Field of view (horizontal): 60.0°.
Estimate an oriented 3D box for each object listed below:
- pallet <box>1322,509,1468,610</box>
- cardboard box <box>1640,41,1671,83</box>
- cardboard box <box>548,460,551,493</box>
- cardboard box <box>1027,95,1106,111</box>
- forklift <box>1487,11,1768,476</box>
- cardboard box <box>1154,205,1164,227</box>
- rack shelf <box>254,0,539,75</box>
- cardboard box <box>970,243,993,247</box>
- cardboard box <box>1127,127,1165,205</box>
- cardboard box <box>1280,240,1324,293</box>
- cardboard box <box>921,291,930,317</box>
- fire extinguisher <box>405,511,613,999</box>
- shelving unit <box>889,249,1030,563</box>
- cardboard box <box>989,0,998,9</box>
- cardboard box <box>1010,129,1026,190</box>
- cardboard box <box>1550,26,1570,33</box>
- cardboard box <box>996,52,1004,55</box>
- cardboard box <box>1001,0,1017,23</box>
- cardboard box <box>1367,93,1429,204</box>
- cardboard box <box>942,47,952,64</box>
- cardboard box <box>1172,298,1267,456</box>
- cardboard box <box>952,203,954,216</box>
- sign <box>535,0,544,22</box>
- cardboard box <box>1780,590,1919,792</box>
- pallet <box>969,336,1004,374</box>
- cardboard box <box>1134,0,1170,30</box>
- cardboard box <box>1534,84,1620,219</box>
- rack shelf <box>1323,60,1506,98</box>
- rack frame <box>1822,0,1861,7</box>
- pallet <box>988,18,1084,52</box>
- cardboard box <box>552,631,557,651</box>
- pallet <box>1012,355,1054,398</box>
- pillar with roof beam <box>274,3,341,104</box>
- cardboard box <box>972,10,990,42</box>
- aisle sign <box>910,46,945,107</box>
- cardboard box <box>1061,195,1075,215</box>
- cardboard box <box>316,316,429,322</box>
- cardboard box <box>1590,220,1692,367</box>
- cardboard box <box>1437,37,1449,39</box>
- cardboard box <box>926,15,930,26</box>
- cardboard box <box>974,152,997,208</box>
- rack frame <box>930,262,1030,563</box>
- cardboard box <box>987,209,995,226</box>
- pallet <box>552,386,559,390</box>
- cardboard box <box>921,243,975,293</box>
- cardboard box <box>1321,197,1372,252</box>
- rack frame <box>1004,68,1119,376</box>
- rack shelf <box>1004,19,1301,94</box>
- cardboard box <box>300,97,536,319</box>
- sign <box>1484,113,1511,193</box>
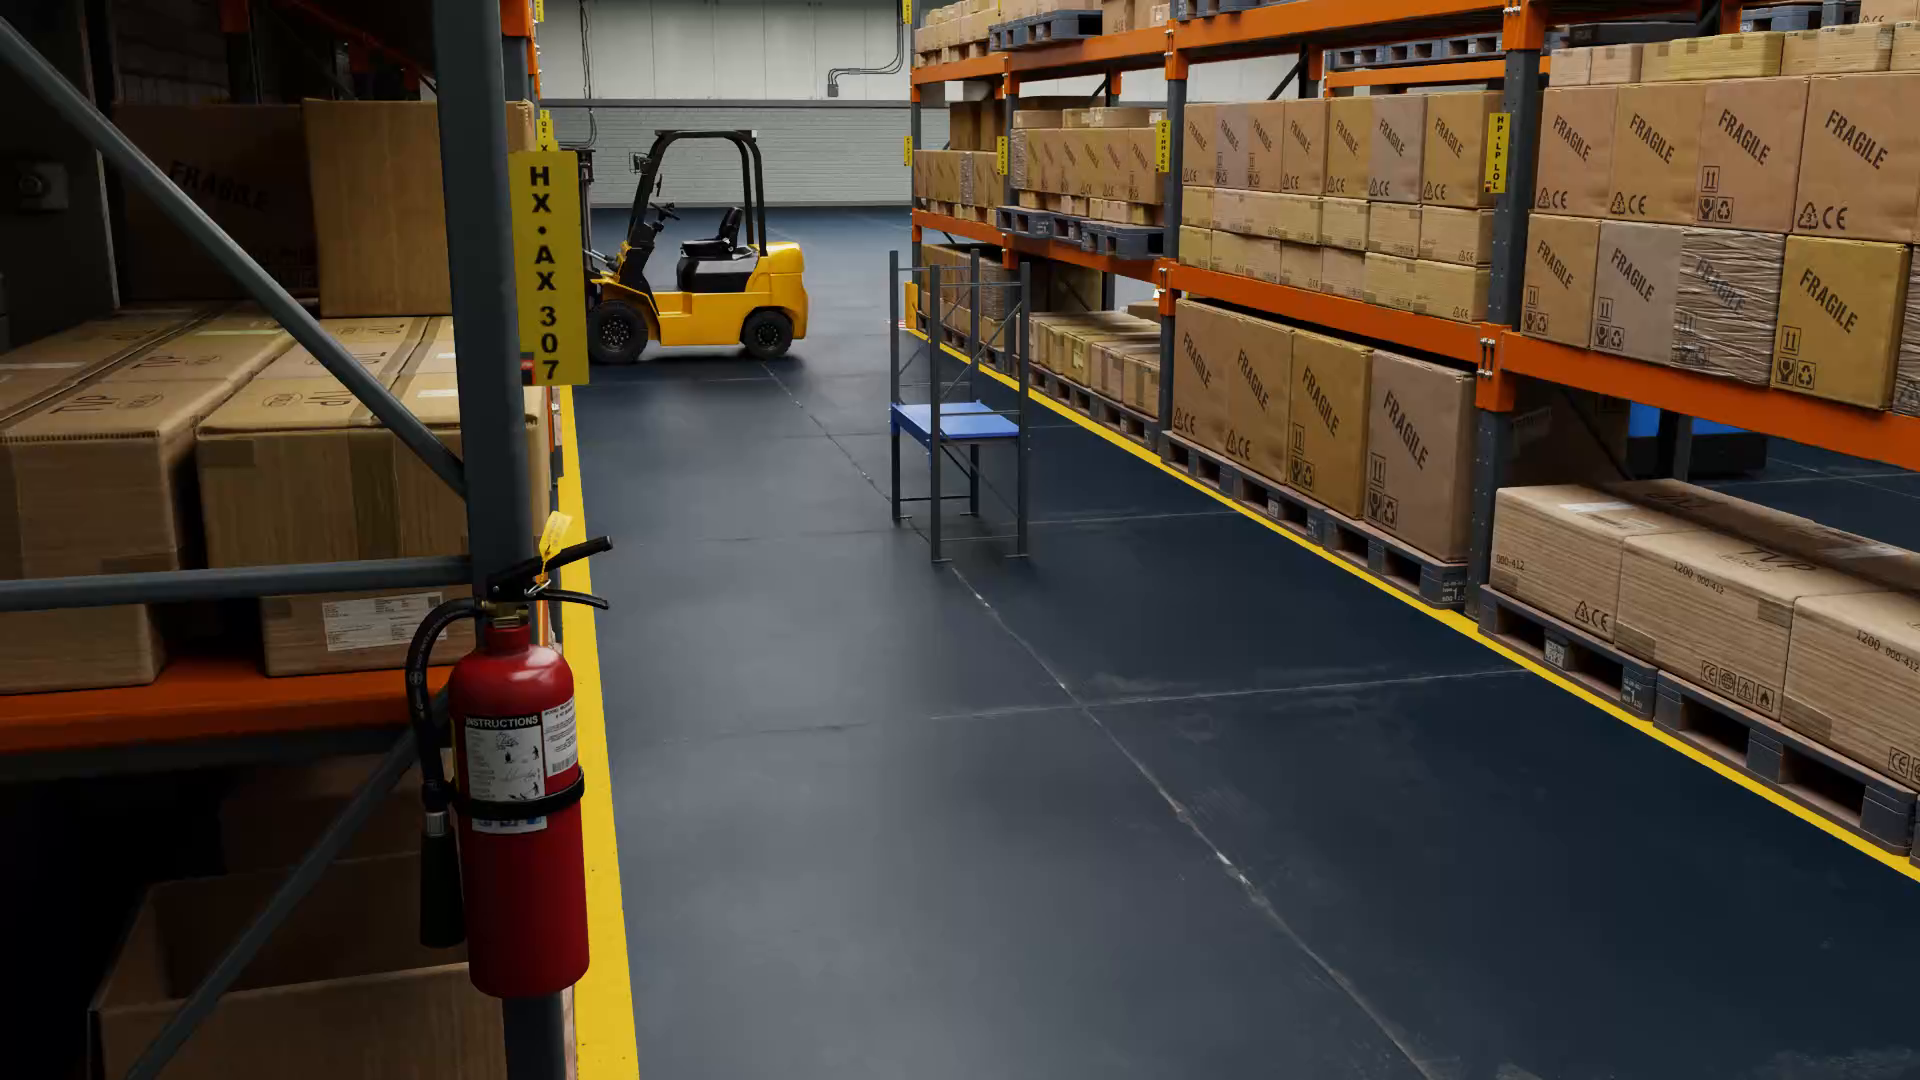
[{"bbox_3d":[2.524,0.053,8.265,1.003,0.211,1.213,-3,14,-13],"label":"pallet"},{"bbox_3d":[2.777,-1.775,6.187,0.380,0.149,0.250,-3,14,-14],"label":"cardboard box"},{"bbox_3d":[-1.171,-0.196,3.940,0.380,0.149,0.250,-4,14,-15],"label":"cardboard box"},{"bbox_3d":[1.007,-3.766,15.076,0.700,0.500,0.500,-3,14,-14],"label":"cardboard box"},{"bbox_3d":[4.266,-2.123,11.441,1.130,2.935,3.031,-3,14,-12],"label":"forklift"},{"bbox_3d":[1.533,-2.195,11.235,0.380,0.149,0.250,-3,14,-11],"label":"cardboard box"},{"bbox_3d":[-2.516,-2.419,7.704,1.077,0.370,4.000,-3,14,-13],"label":"rack shelf"},{"bbox_3d":[0.401,-2.958,18.044,0.500,0.500,0.500,-3,14,-13],"label":"cardboard box"},{"bbox_3d":[1.462,-2.537,11.268,0.500,0.500,0.500,-4,14,-15],"label":"cardboard box"},{"bbox_3d":[2.084,-1.498,9.055,0.500,0.250,0.500,-3,14,-13],"label":"cardboard box"},{"bbox_3d":[-0.120,-2.563,18.005,0.500,0.250,0.500,-3,14,-14],"label":"cardboard box"},{"bbox_3d":[-0.623,0.300,2.329,0.296,0.674,0.183,-3,14,-13],"label":"fire extinguisher"},{"bbox_3d":[-0.020,-0.748,8.830,0.538,1.500,1.048,-3,14,-13],"label":"shelving unit"},{"bbox_3d":[0.477,-4.812,14.833,0.380,0.149,0.250,-4,14,-15],"label":"cardboard box"},{"bbox_3d":[0.730,-3.246,14.171,0.500,0.500,0.500,-3,14,-12],"label":"cardboard box"},{"bbox_3d":[5.932,-4.963,16.034,0.380,0.149,0.250,-4,14,-14],"label":"cardboard box"},{"bbox_3d":[0.528,-4.364,14.679,0.380,0.149,0.250,-3,14,-13],"label":"cardboard box"},{"bbox_3d":[0.647,-4.404,13.745,0.500,0.250,0.500,-4,14,-15],"label":"cardboard box"},{"bbox_3d":[2.300,-1.870,7.943,0.500,0.500,0.500,-3,14,-12],"label":"cardboard box"},{"bbox_3d":[0.029,-4.839,16.621,0.380,0.149,0.250,-3,14,-13],"label":"cardboard box"},{"bbox_3d":[1.920,-1.058,10.531,0.875,0.875,0.875,-3,14,-14],"label":"cardboard box"},{"bbox_3d":[0.124,-3.384,16.988,0.380,0.149,0.250,-3,14,-11],"label":"cardboard box"},{"bbox_3d":[-4.334,-5.494,17.076,0.100,0.325,0.005,-3,14,-13],"label":"sign"},{"bbox_3d":[3.242,0.478,5.162,0.875,0.438,0.875,-3,14,-12],"label":"cardboard box"},{"bbox_3d":[0.707,-1.772,15.733,1.003,0.211,1.213,-3,14,-13],"label":"pallet"},{"bbox_3d":[1.626,-3.775,11.529,0.700,0.500,0.500,-3,14,-13],"label":"cardboard box"},{"bbox_3d":[2.654,-1.539,6.587,0.500,0.500,0.500,-3,14,-13],"label":"cardboard box"},{"bbox_3d":[5.217,-4.841,17.619,1.077,0.370,4.000,-3,14,-13],"label":"rack shelf"},{"bbox_3d":[6.626,-5.264,11.512,1.000,3.000,0.127,-3,14,-13],"label":"rack frame"},{"bbox_3d":[0.941,-4.191,13.835,1.213,0.211,1.003,-3,14,-13],"label":"pallet"},{"bbox_3d":[-1.630,0.443,5.916,0.380,0.149,0.250,-4,14,-15],"label":"cardboard box"},{"bbox_3d":[1.083,-1.439,14.373,1.003,0.211,1.213,-3,14,-13],"label":"pallet"},{"bbox_3d":[0.017,-5.178,11.159,9.100,9.000,0.400,-3,14,-13],"label":"pillar with roof beam"},{"bbox_3d":[0.414,-4.705,15.235,0.500,0.250,0.500,-4,14,-14],"label":"cardboard box"},{"bbox_3d":[-0.356,-5.156,18.233,0.394,0.787,0.004,-3,14,-13],"label":"aisle sign"},{"bbox_3d":[1.001,-2.608,12.925,0.380,0.149,0.250,-3,14,-11],"label":"cardboard box"},{"bbox_3d":[-1.333,-0.468,4.214,0.500,0.250,0.500,-4,14,-15],"label":"cardboard box"},{"bbox_3d":[2.748,-0.937,6.232,0.500,0.500,0.500,-3,14,-13],"label":"cardboard box"},{"bbox_3d":[5.052,-5.161,16.843,0.380,0.149,0.250,-3,14,-12],"label":"cardboard box"},{"bbox_3d":[-0.155,-5.525,17.751,0.380,0.149,0.250,-3,14,-14],"label":"cardboard box"},{"bbox_3d":[0.425,-3.373,15.577,0.500,0.500,0.500,-3,14,-11],"label":"cardboard box"},{"bbox_3d":[0.099,-0.631,8.350,0.500,1.500,0.032,-3,14,-13],"label":"rack frame"},{"bbox_3d":[0.462,-2.965,15.274,0.380,0.149,0.250,-3,14,-12],"label":"cardboard box"},{"bbox_3d":[-3.714,-1.173,13.285,1.003,0.211,1.213,-3,14,-13],"label":"pallet"},{"bbox_3d":[-0.113,-2.922,17.894,0.500,0.500,0.500,-4,14,-15],"label":"cardboard box"},{"bbox_3d":[2.186,-1.620,8.500,0.500,0.250,0.500,-3,14,-12],"label":"cardboard box"},{"bbox_3d":[0.899,-2.973,14.776,1.000,3.000,0.127,-3,14,-13],"label":"rack frame"},{"bbox_3d":[1.369,-3.619,12.617,1.077,0.370,4.000,-3,14,-13],"label":"rack shelf"},{"bbox_3d":[-1.304,-0.829,4.109,0.500,0.500,0.500,-3,14,-12],"label":"cardboard box"},{"bbox_3d":[2.253,-1.619,6.961,0.100,0.325,0.005,-3,14,-13],"label":"sign"}]
